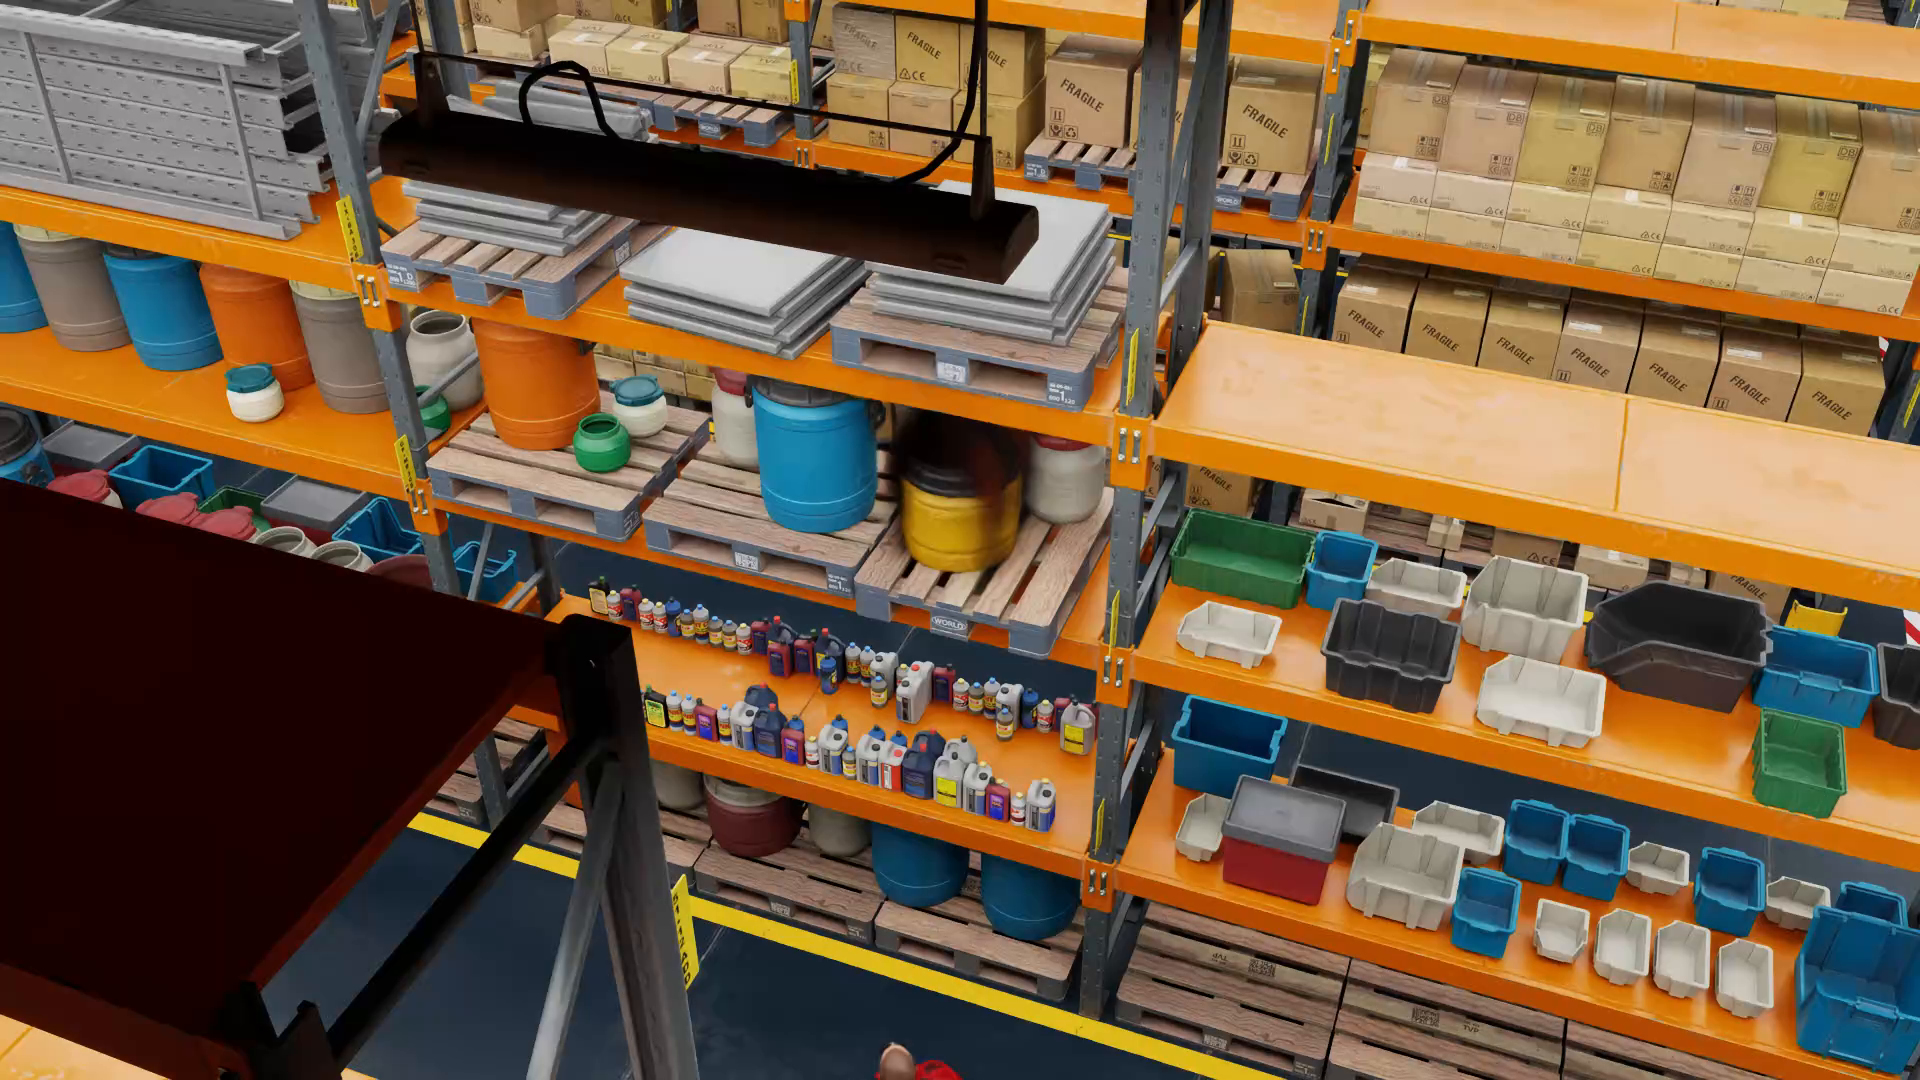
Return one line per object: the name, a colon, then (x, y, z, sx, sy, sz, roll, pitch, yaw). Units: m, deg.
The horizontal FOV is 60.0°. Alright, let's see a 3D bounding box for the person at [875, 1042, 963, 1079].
person: (-0.317, 2.895, 7.836, 0.976, 1.705, 0.523, 12, 38, 15)
